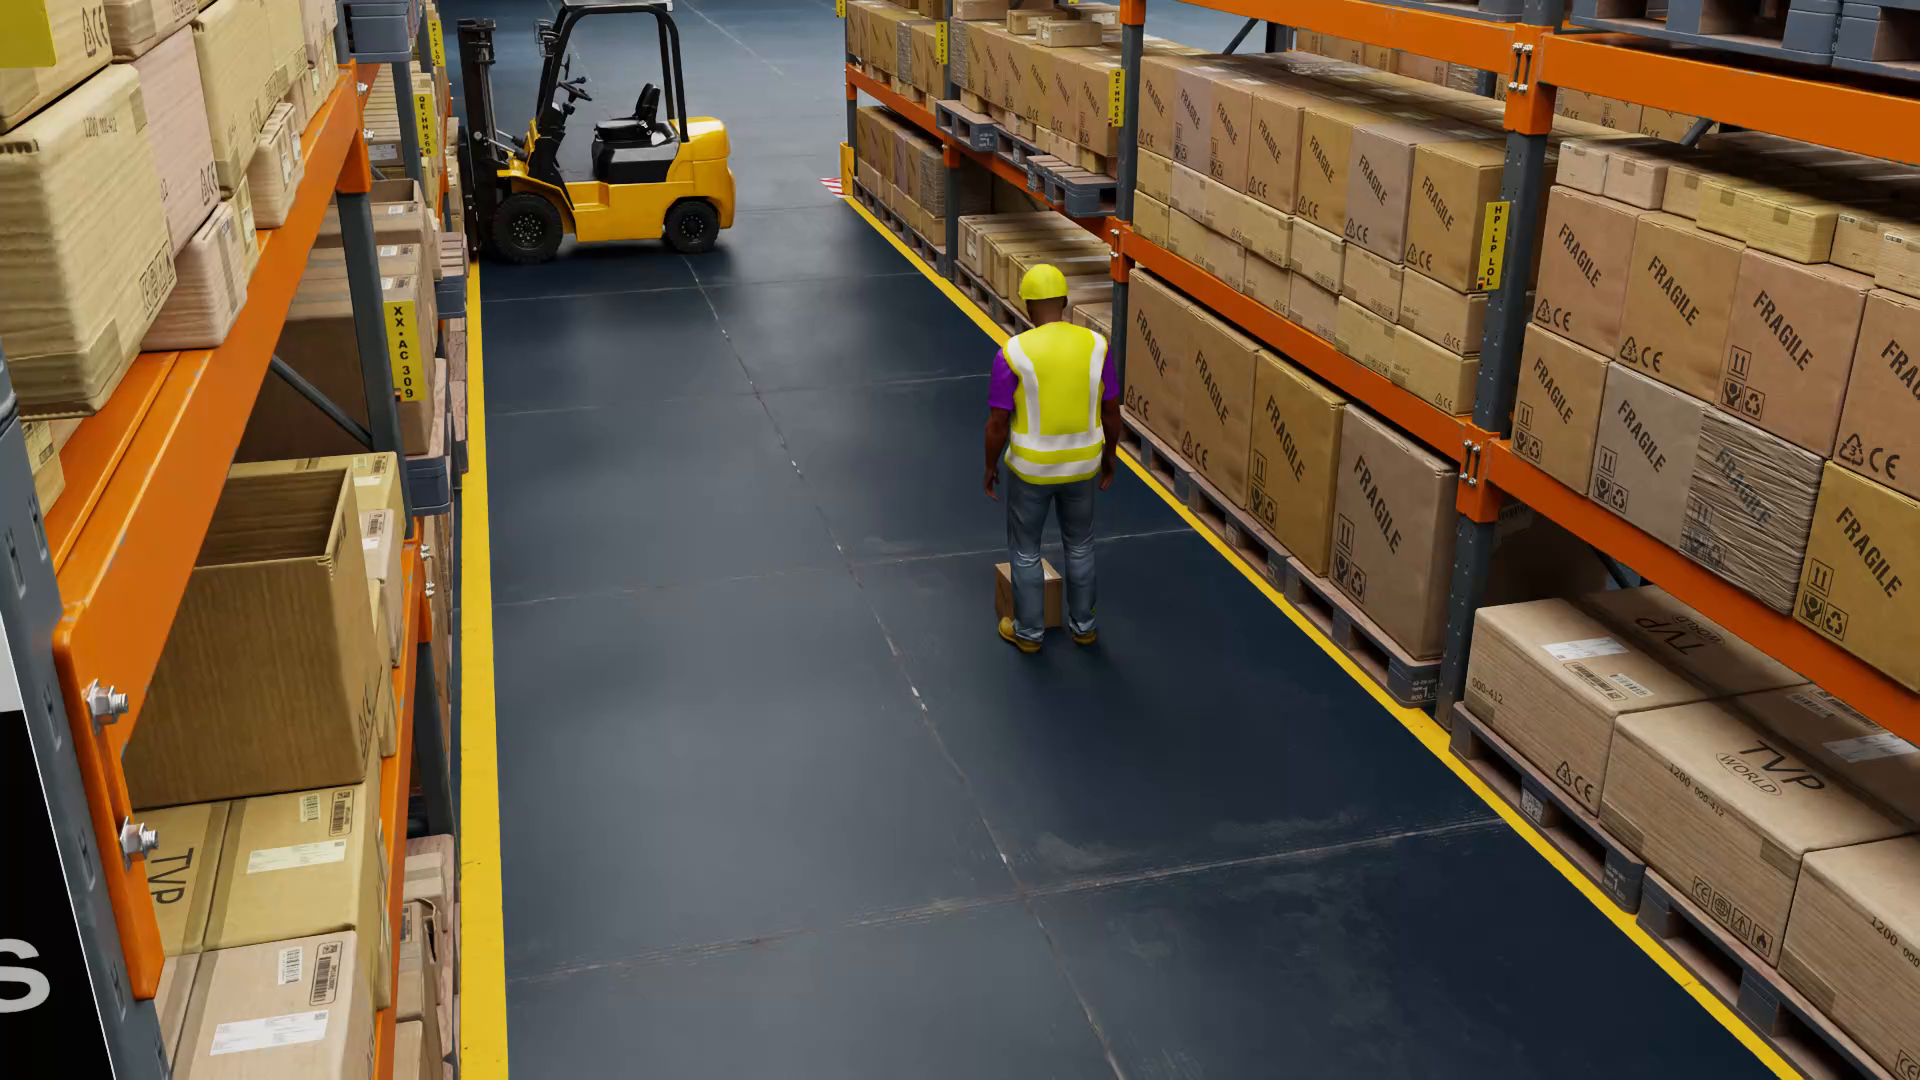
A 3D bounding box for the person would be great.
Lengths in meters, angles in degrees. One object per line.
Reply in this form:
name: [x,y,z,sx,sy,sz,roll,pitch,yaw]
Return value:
person: [0.402,-0.349,7.403,0.627,1.760,0.461,-6,24,-14]
